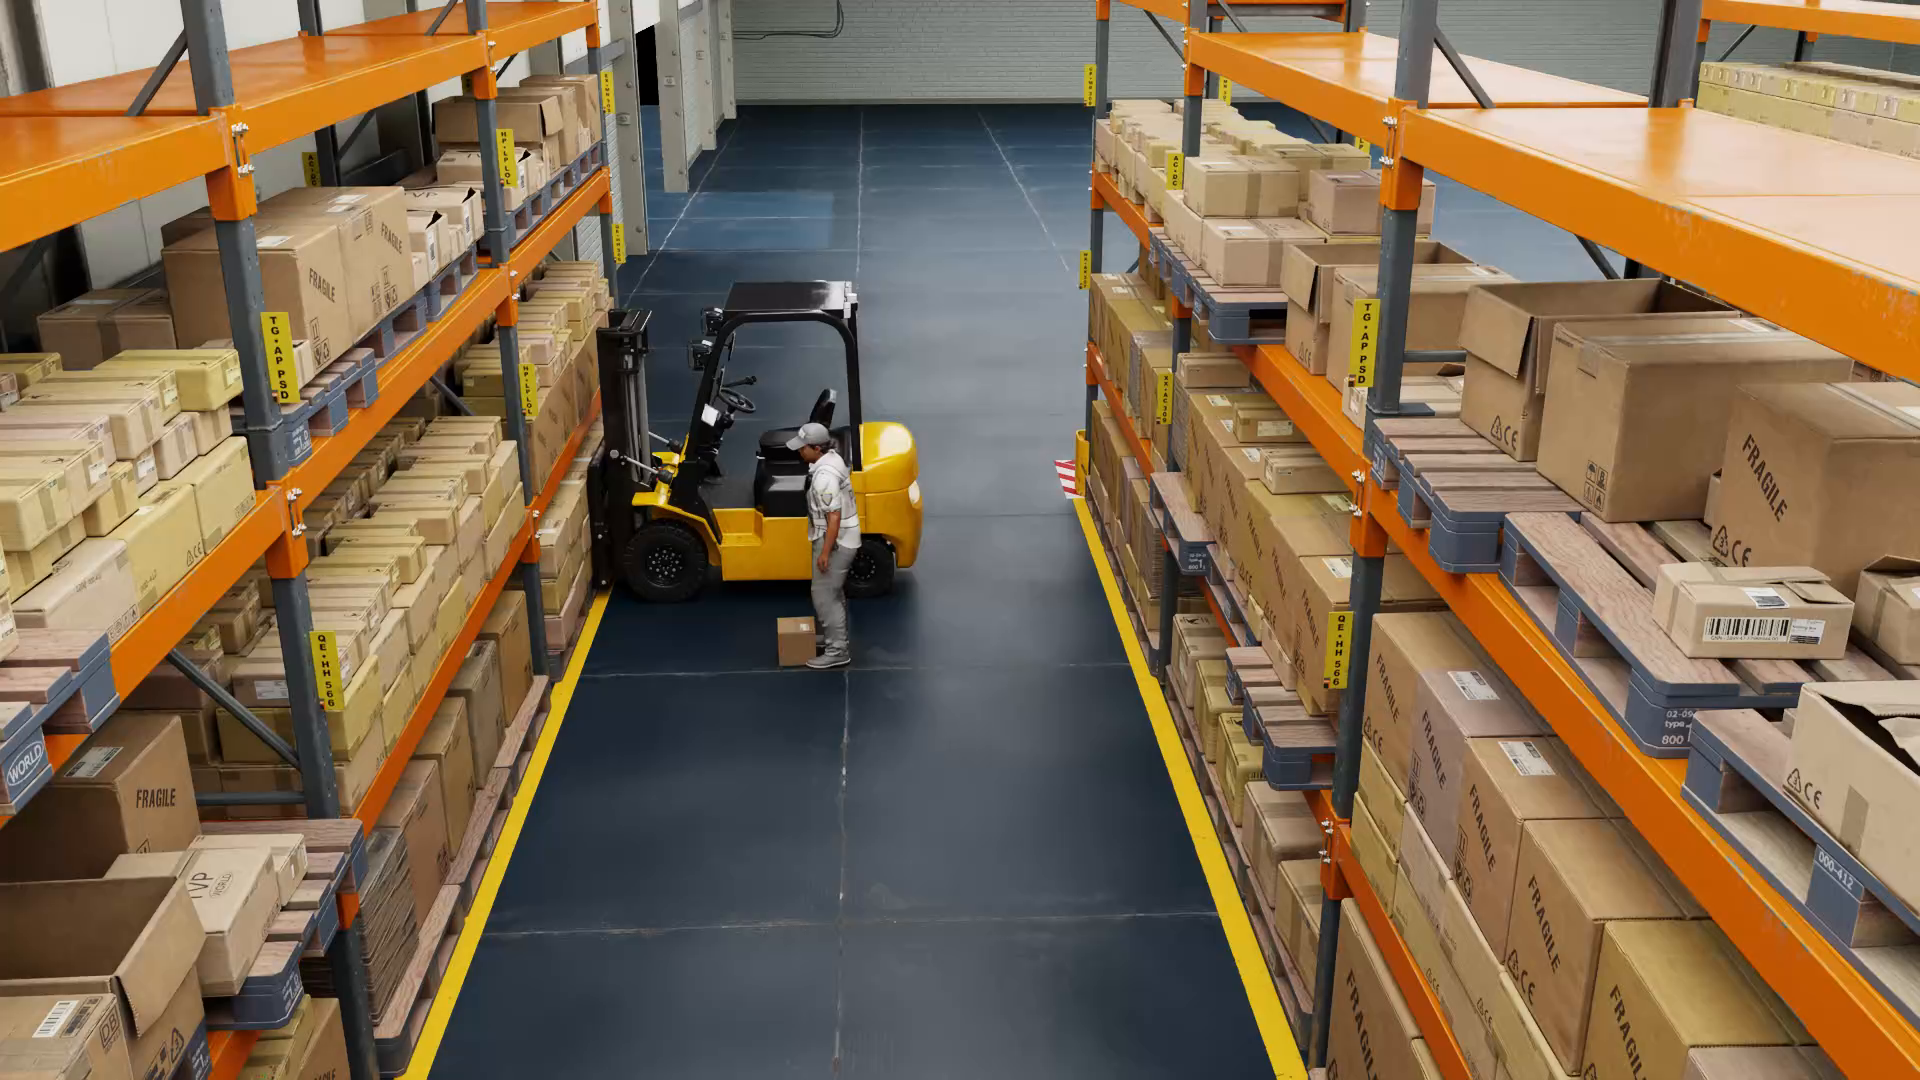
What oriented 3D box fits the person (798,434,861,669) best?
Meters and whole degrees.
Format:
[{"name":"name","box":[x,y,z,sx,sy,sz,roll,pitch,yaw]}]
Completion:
[{"name":"person","box":[-0.853,0.023,11.033,0.396,1.648,0.553,-2,21,-4]}]
